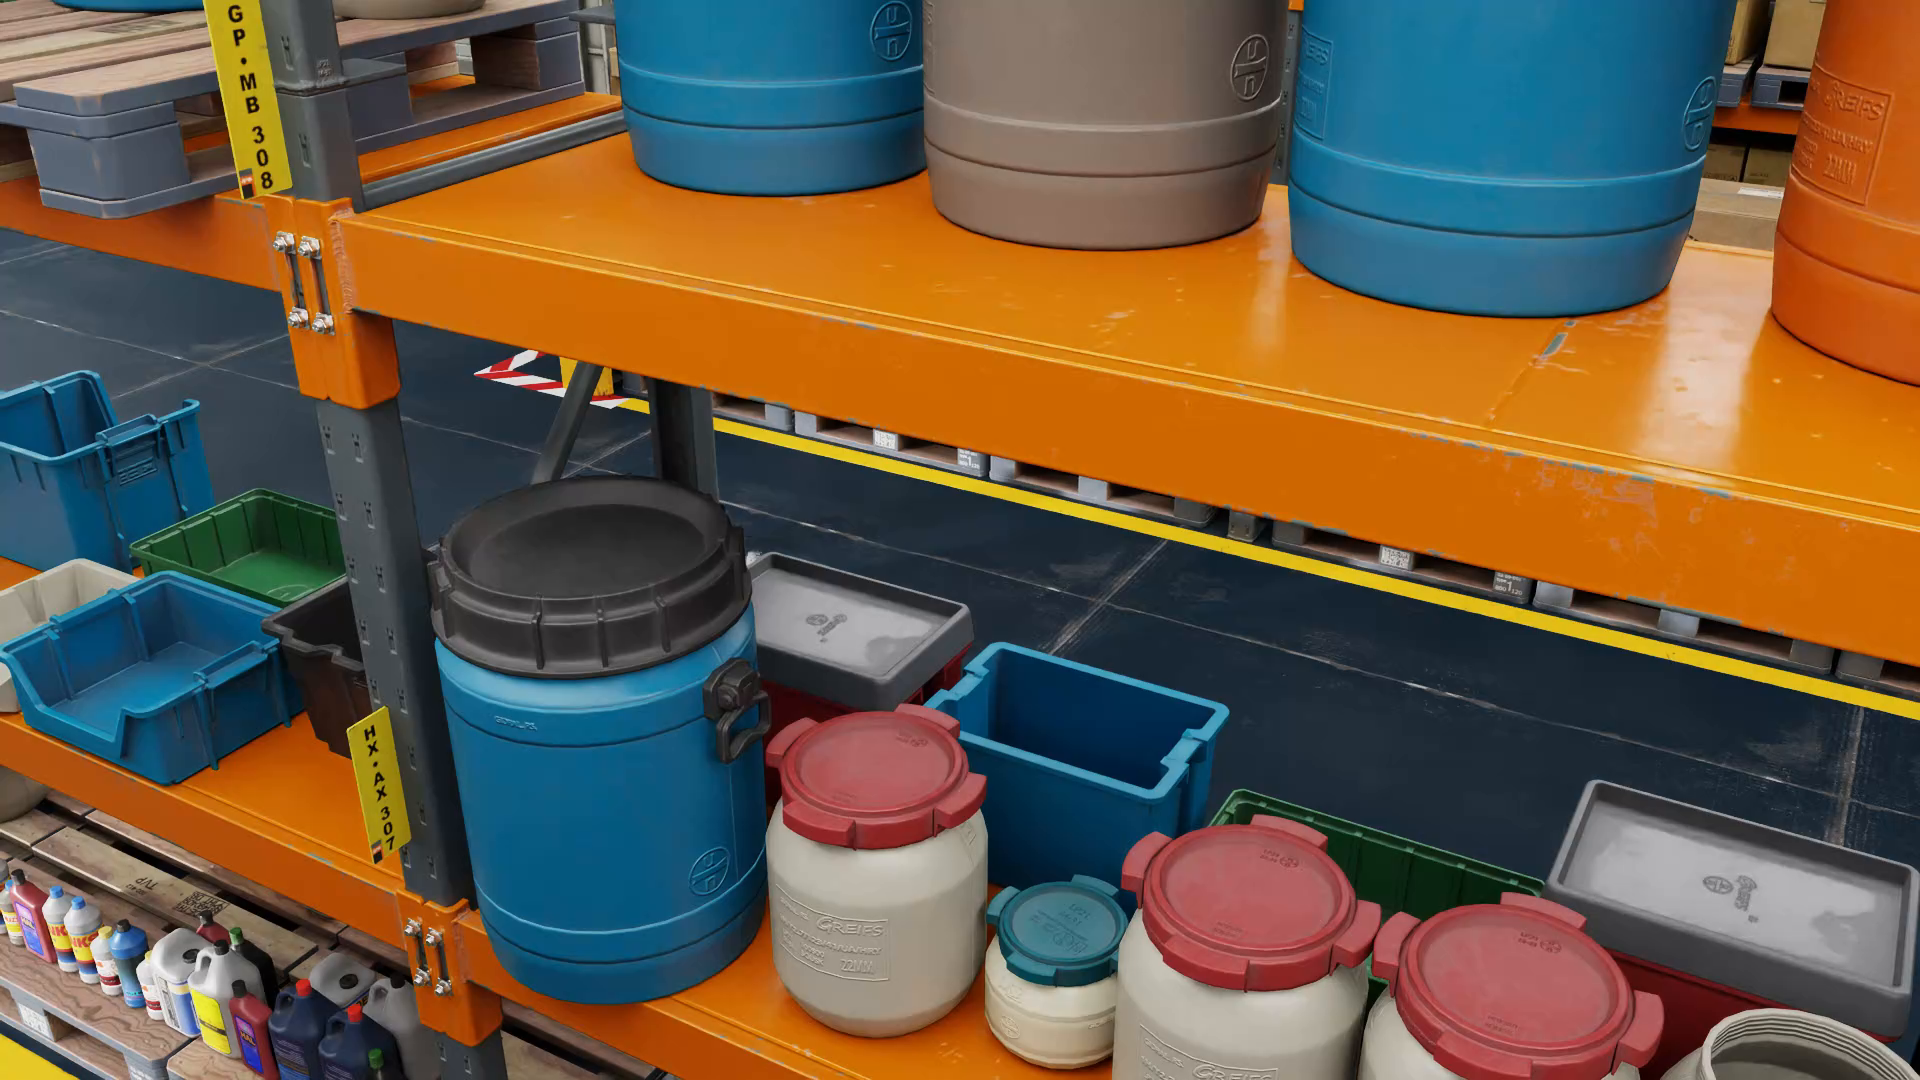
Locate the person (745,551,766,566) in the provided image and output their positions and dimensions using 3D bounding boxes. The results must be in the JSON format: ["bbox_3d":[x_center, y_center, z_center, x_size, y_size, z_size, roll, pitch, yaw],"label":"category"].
[{"bbox_3d":[-0.823,0.516,6.115,0.441,0.774,0.912,13,30,25],"label":"person"}]
